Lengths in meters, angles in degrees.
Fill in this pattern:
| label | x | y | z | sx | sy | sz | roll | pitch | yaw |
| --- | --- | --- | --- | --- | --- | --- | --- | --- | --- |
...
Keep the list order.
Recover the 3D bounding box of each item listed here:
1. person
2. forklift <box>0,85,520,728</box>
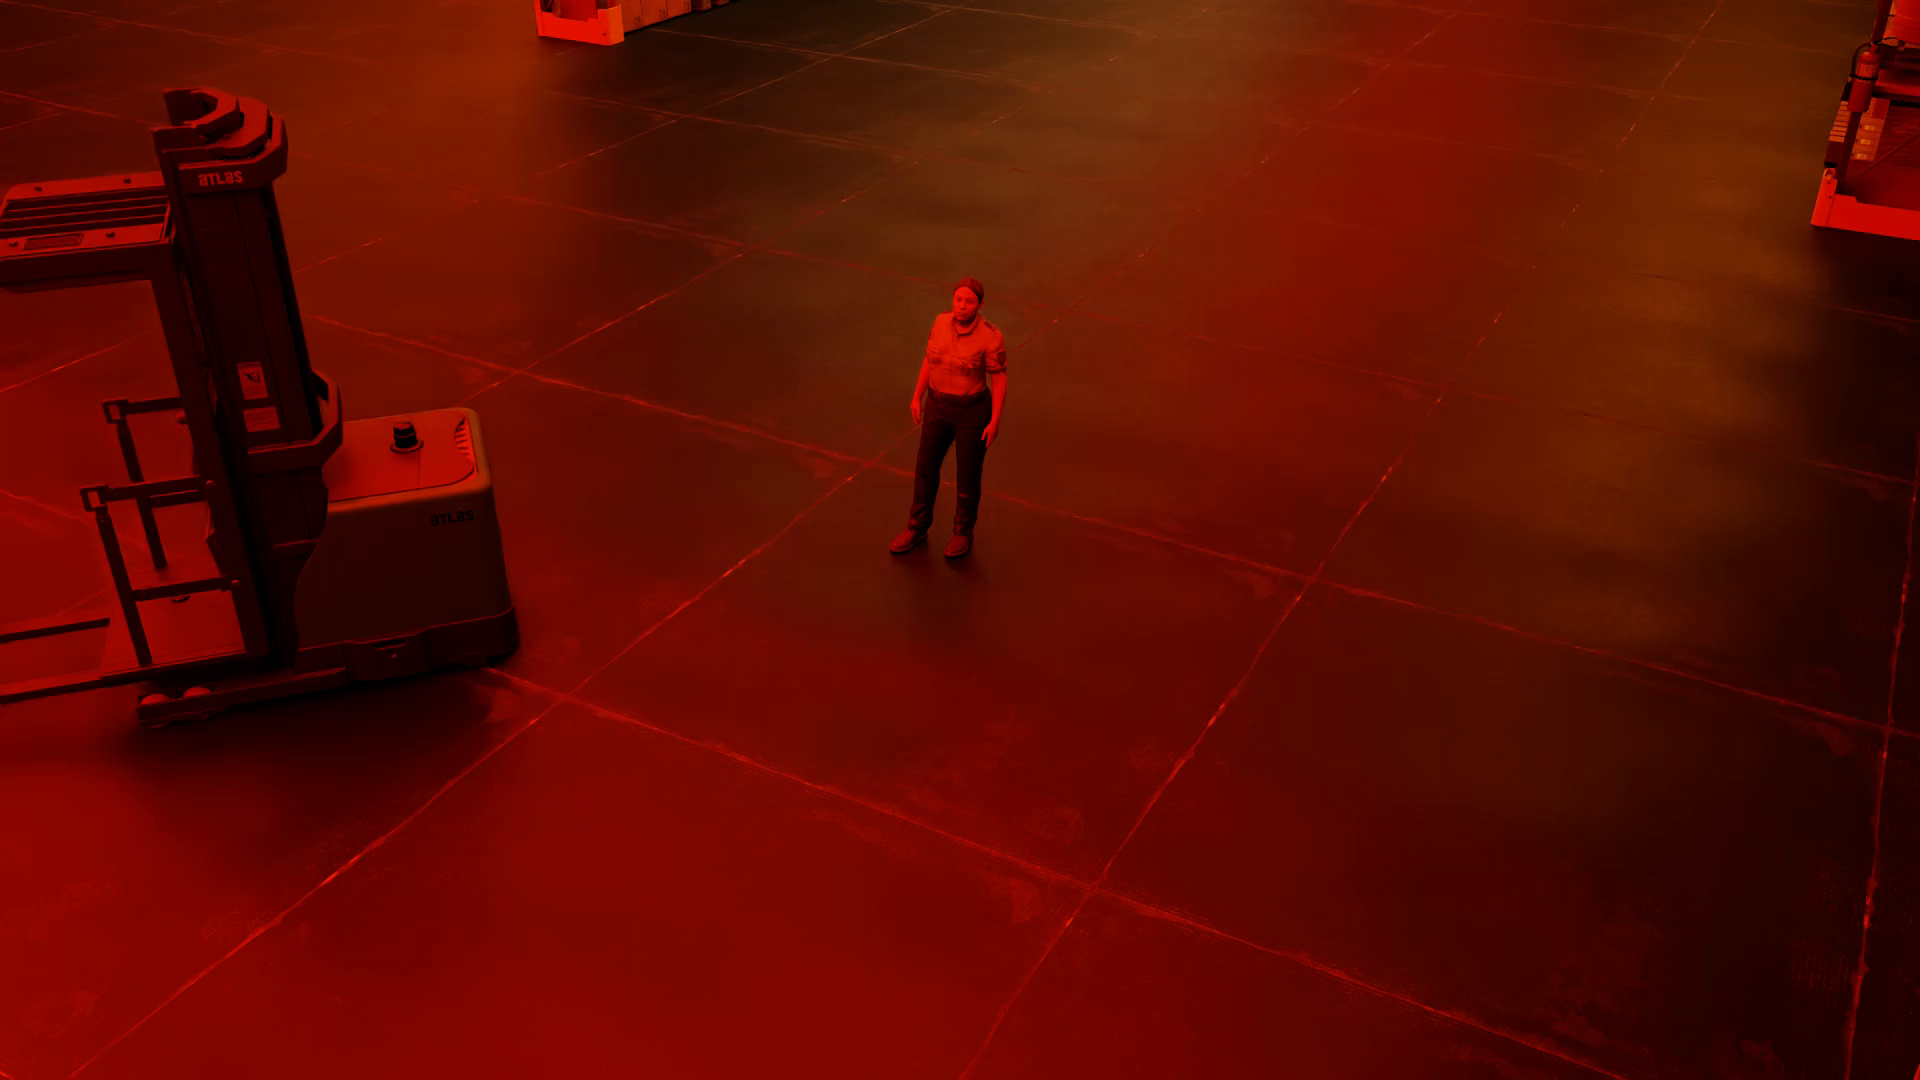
| label | x | y | z | sx | sy | sz | roll | pitch | yaw |
| --- | --- | --- | --- | --- | --- | --- | --- | --- | --- |
| person | -0.063 | -0.687 | 9.529 | 0.598 | 1.651 | 0.503 | 15 | 33 | 25 |
| forklift | -3.931 | -0.623 | 8.150 | 3.031 | 2.935 | 1.130 | -10 | 31 | -16 |
